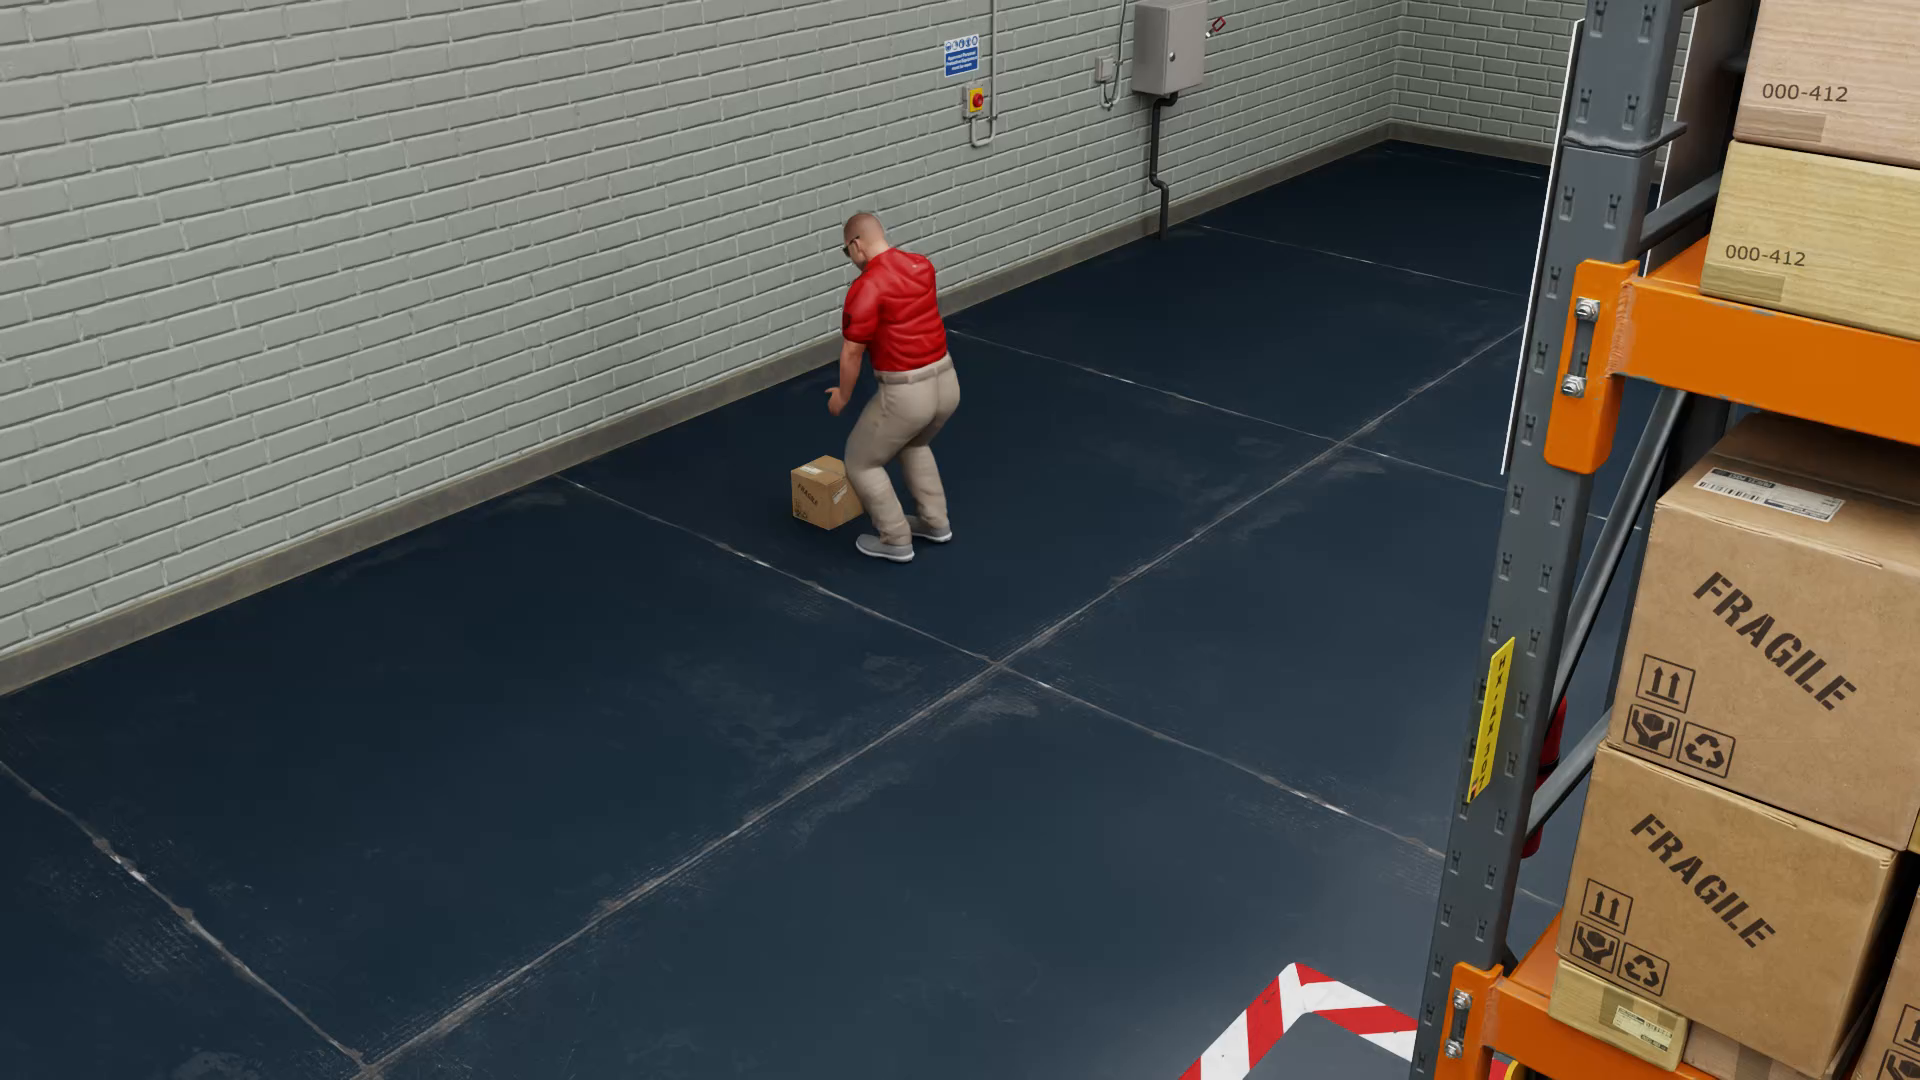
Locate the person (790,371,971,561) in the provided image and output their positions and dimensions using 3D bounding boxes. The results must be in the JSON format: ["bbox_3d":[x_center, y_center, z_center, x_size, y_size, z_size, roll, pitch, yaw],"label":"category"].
[{"bbox_3d":[-0.462,-0.408,7.936,0.822,0.847,0.542,19,33,33],"label":"person"}]
